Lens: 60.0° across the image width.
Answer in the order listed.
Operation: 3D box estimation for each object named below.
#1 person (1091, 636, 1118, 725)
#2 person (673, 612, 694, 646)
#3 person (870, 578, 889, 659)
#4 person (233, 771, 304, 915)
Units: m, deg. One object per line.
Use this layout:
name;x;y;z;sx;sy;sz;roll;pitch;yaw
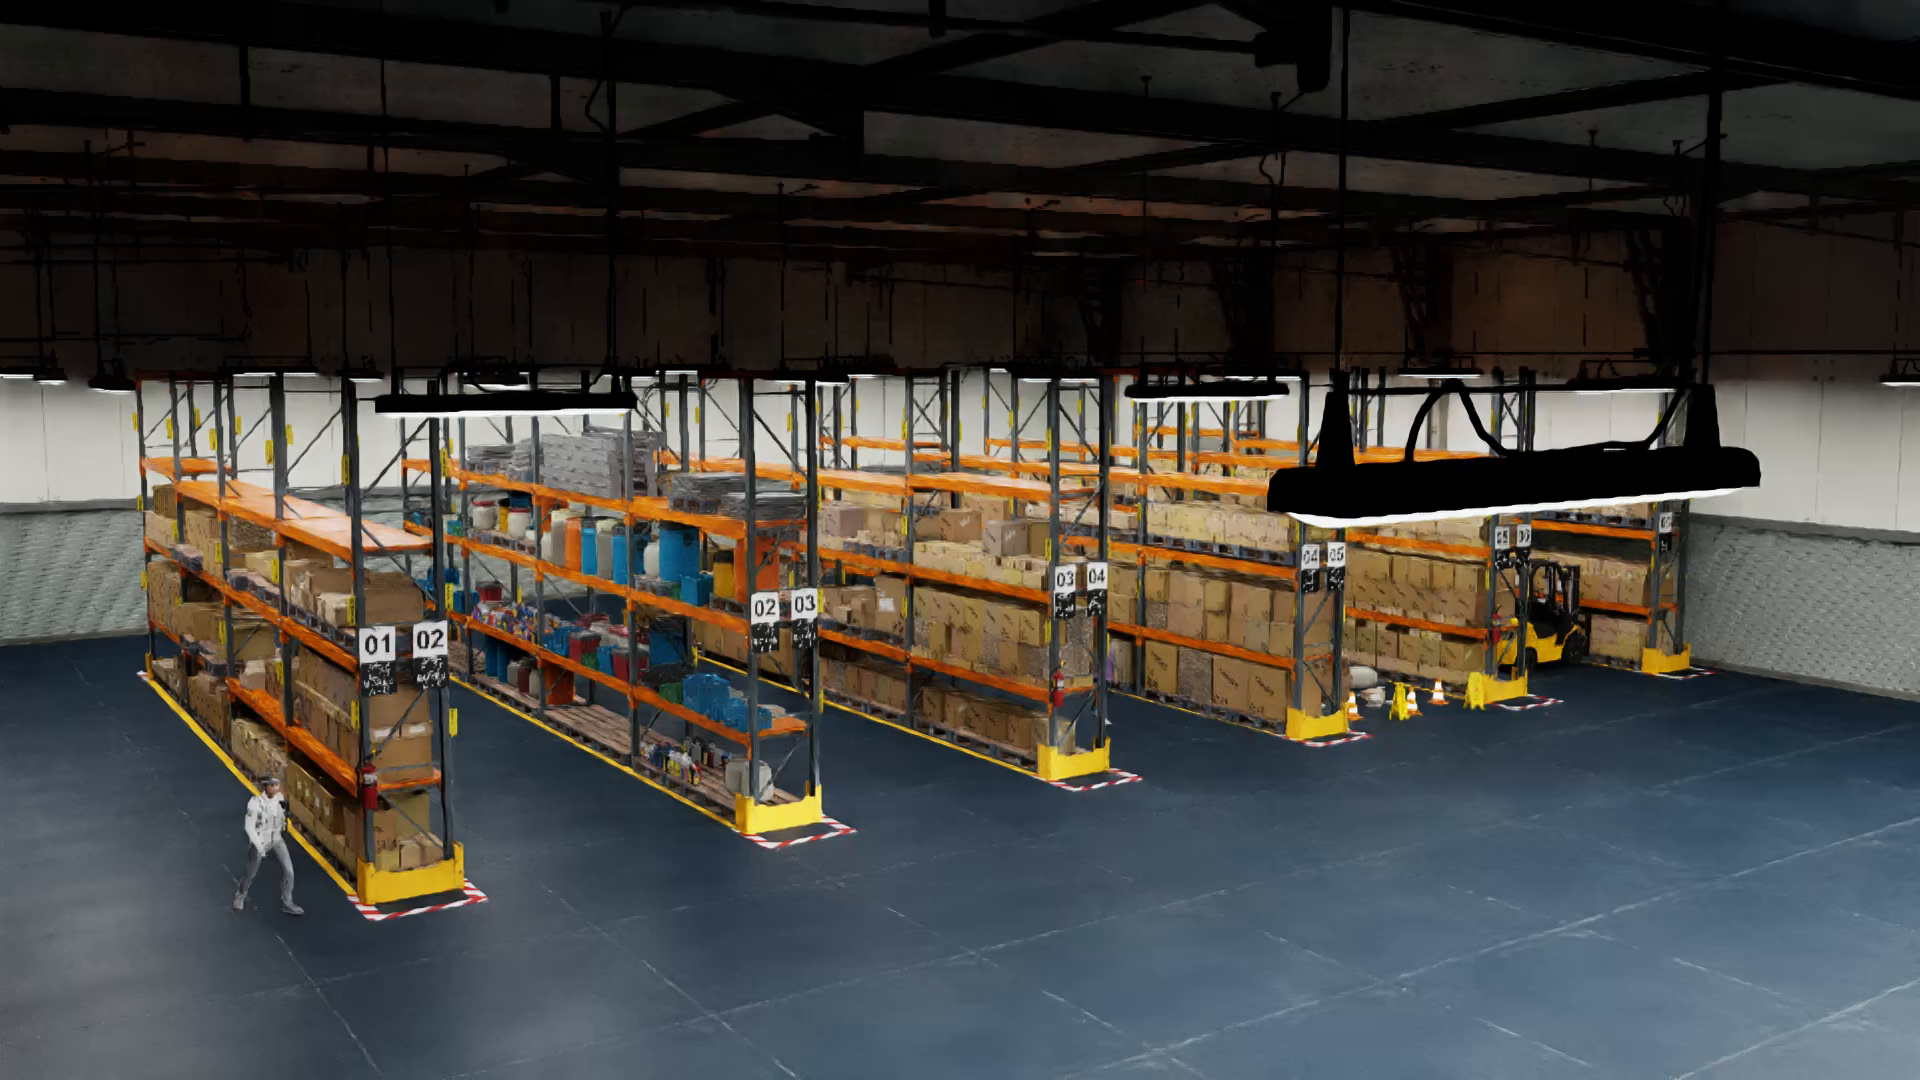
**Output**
person;2.469;2.346;28.477;0.407;1.533;0.962;-3;7;-25
person;-5.169;2.053;30.370;0.702;1.735;0.549;-5;8;-35
person;-1.673;1.580;34.554;0.555;1.725;1.029;-4;8;-35
person;-7.856;3.393;18.774;0.845;1.639;0.560;5;8;37
